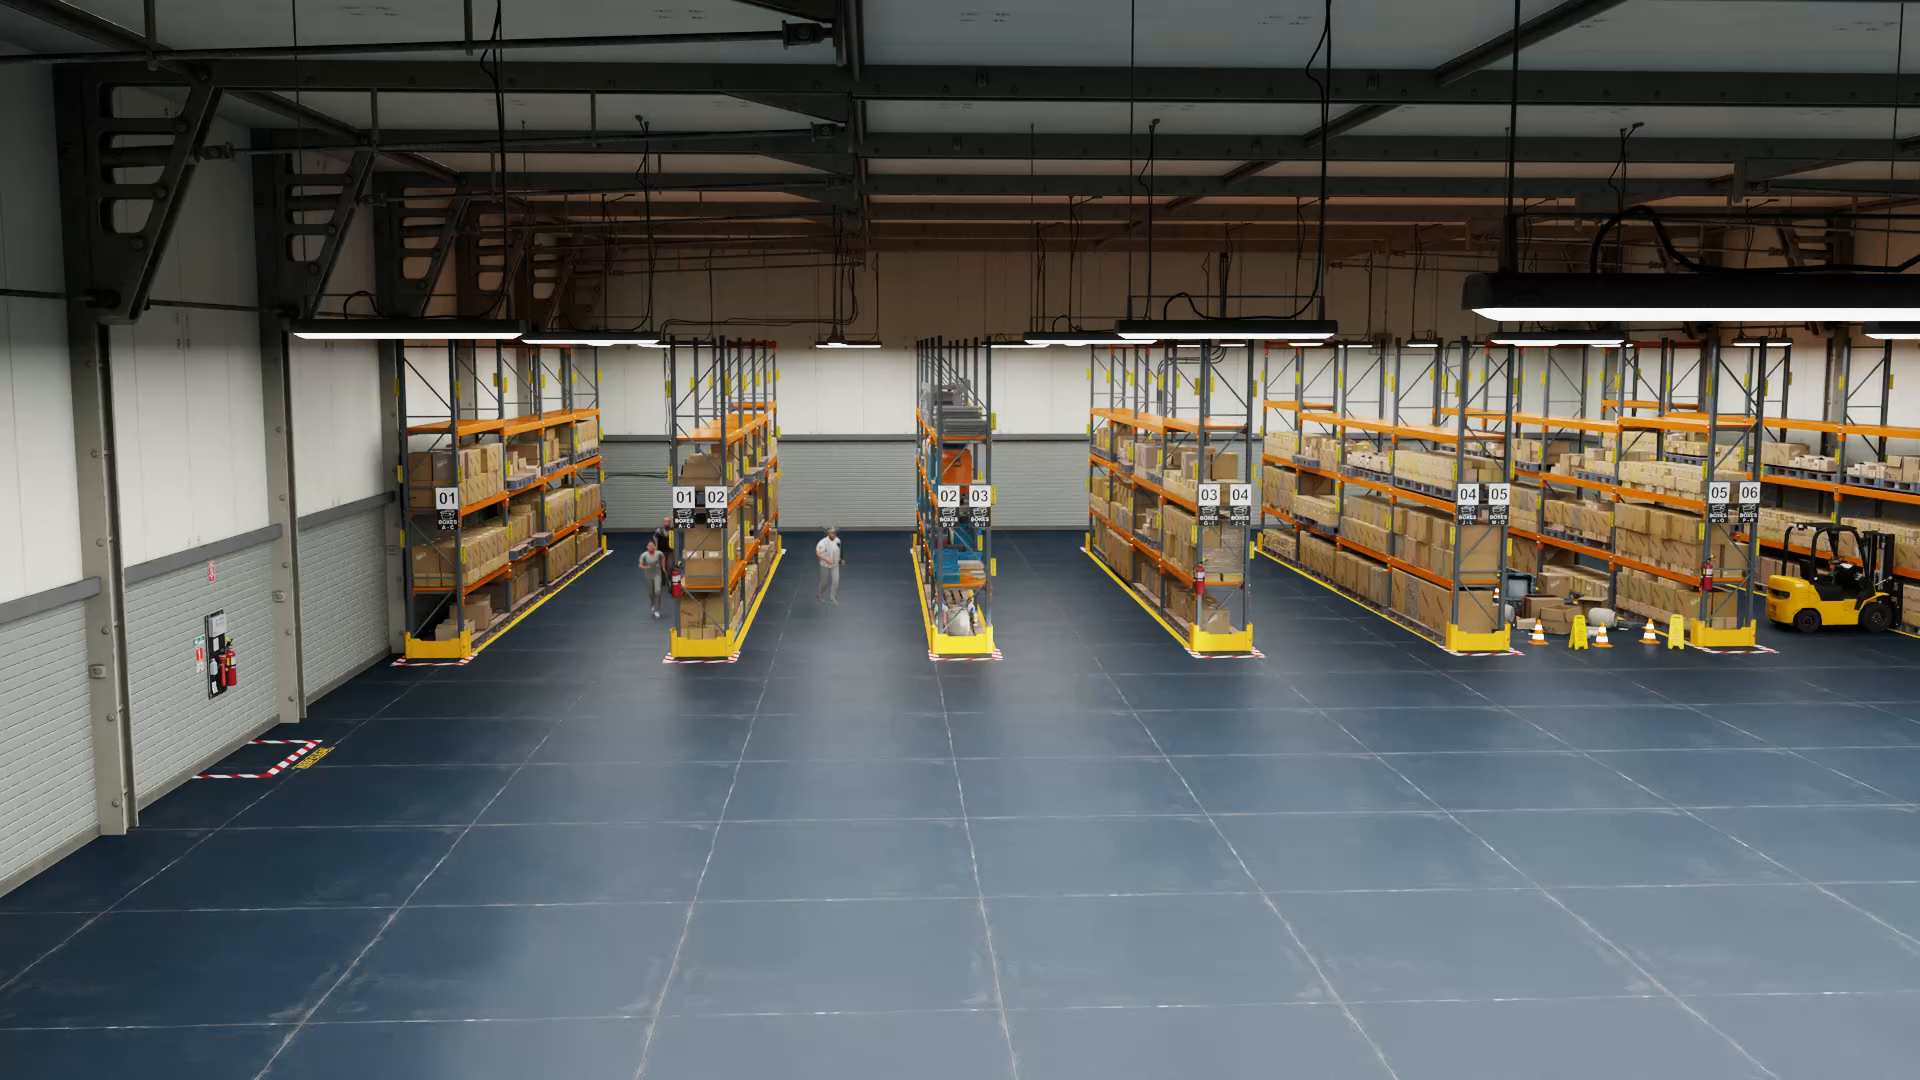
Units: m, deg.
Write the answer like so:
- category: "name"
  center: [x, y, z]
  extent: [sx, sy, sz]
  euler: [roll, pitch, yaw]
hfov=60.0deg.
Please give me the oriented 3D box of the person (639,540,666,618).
- category: "person"
  center: [-6.658, 0.814, 36.069]
  extent: [0.566, 1.660, 0.945]
  euler: [-1, 7, -6]

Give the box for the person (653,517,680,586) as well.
- category: "person"
  center: [-7.122, 0.293, 40.296]
  extent: [0.654, 1.683, 0.646]
  euler: [-1, 7, -5]

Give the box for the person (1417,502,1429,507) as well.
- category: "person"
  center: [13.783, -0.729, 49.468]
  extent: [0.685, 1.722, 0.560]
  euler: [1, 7, 10]

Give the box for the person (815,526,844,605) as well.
- category: "person"
  center: [-2.905, 0.558, 36.520]
  extent: [0.658, 1.779, 0.838]
  euler: [-4, 8, -30]
